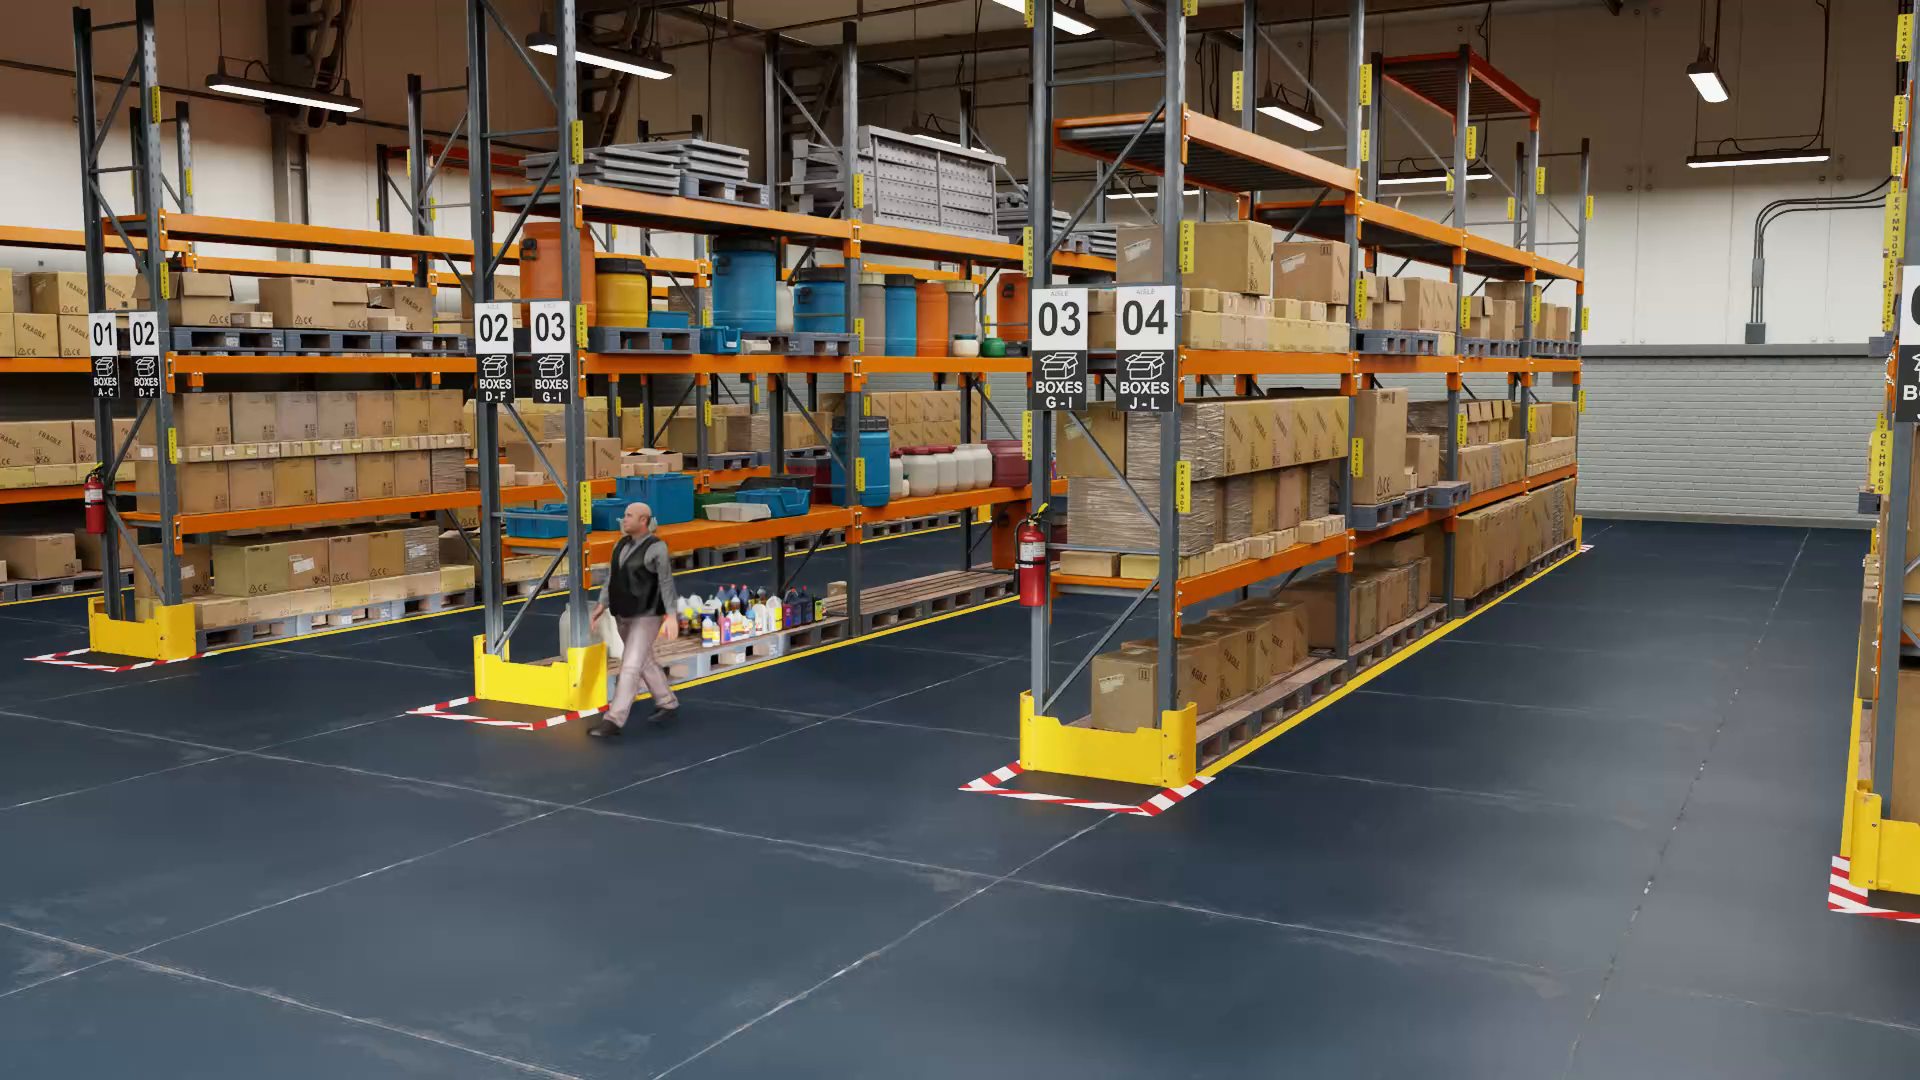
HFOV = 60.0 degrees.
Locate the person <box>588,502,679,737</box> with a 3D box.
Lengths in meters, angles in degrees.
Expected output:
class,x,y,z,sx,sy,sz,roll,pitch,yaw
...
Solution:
class,x,y,z,sx,sy,sz,roll,pitch,yaw
person,-2.446,0.561,12.167,0.573,1.665,1.022,5,8,40
